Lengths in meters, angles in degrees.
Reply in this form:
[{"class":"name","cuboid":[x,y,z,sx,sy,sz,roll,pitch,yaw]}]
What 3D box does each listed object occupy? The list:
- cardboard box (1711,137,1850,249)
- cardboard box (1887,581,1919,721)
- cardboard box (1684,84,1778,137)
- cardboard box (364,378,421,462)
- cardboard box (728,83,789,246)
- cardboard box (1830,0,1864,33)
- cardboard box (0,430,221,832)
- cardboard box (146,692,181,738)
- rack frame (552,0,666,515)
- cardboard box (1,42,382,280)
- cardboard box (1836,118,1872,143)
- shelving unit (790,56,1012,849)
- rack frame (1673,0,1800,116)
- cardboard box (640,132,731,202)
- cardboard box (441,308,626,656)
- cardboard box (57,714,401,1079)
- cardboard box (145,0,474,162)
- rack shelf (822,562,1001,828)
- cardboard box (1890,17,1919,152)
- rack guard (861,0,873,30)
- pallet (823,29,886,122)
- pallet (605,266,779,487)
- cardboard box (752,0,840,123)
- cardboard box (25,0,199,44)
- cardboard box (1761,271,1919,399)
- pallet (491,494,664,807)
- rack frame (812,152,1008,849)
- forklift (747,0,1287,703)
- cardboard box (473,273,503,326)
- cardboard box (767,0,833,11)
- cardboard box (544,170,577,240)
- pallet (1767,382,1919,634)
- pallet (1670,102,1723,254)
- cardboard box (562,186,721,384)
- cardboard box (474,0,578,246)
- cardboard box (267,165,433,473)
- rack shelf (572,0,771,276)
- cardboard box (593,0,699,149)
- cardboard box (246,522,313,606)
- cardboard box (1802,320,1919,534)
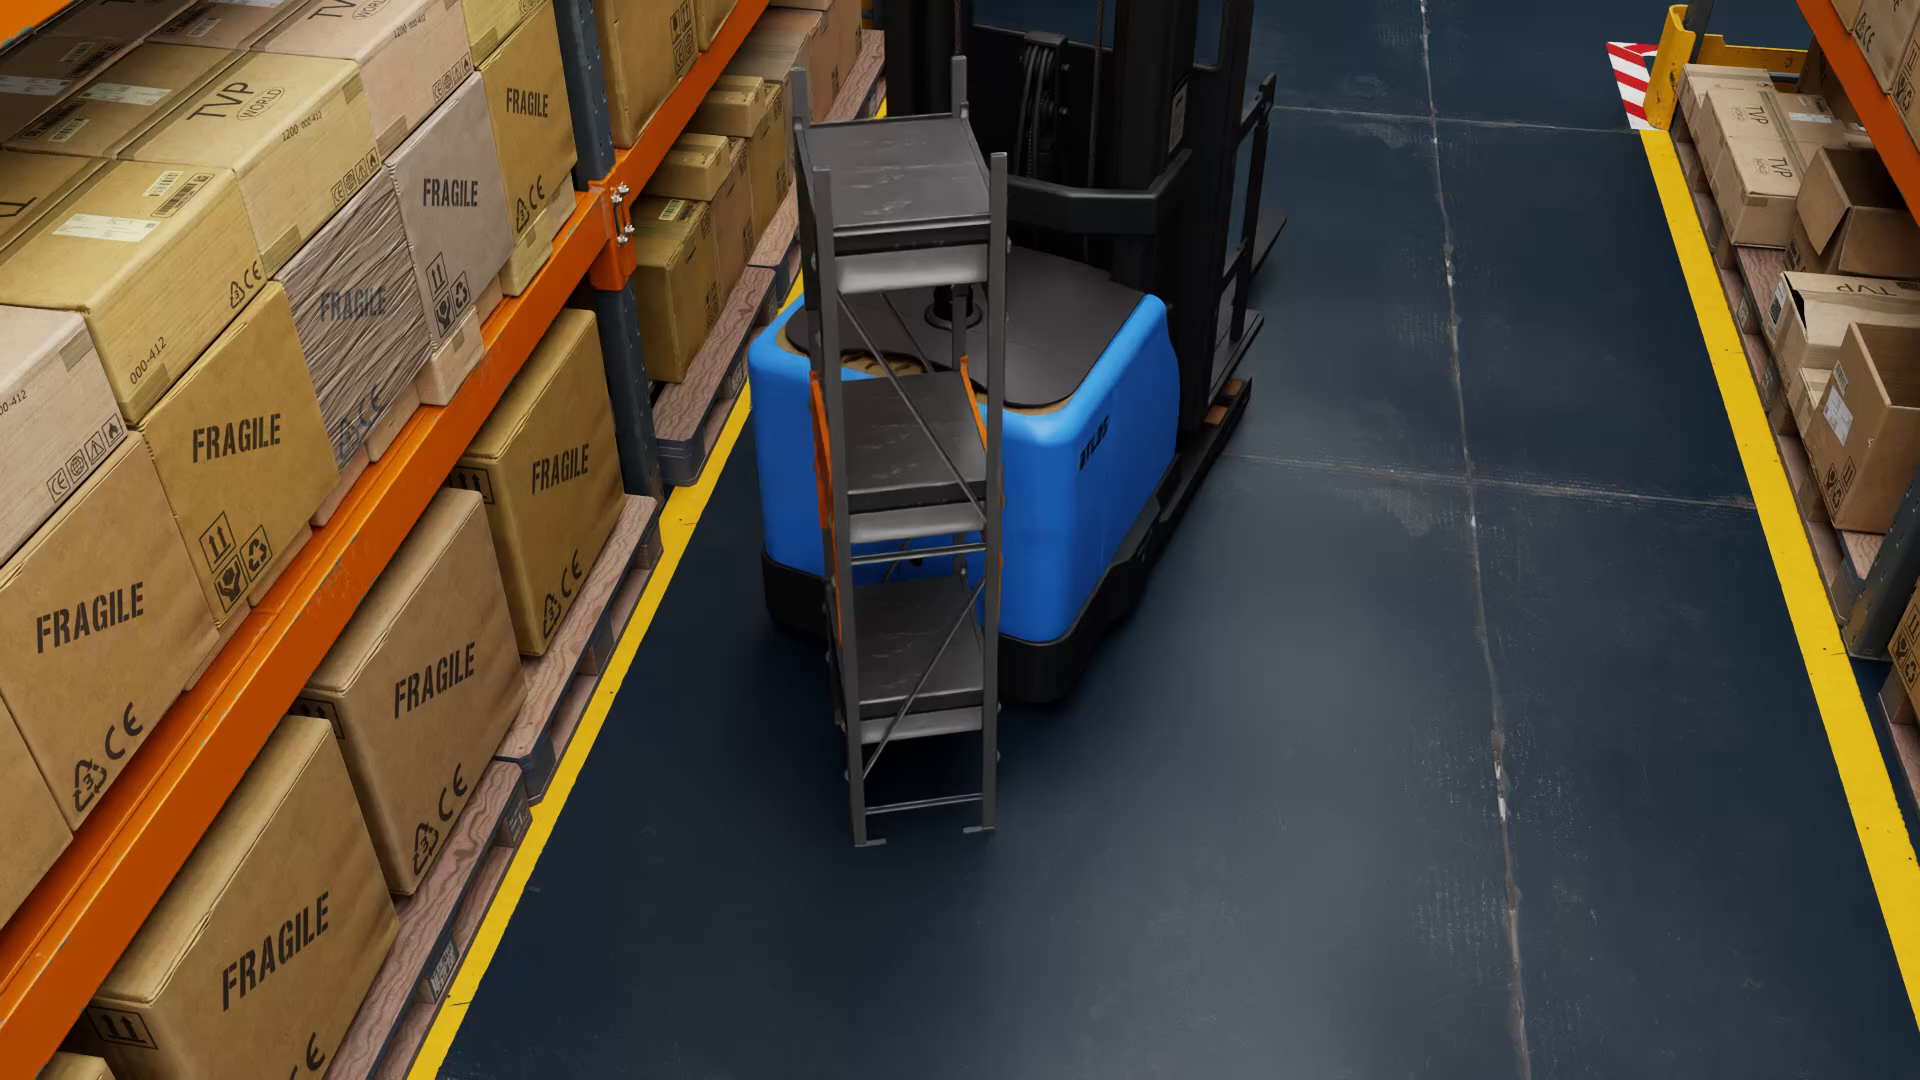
[{"class":"cardboard box","cuboid":[3.476,-1.443,6.954,0.500,0.250,0.500,6,40,8]},{"class":"cardboard box","cuboid":[3.007,0.310,4.637,0.500,0.500,0.500,5,40,6]},{"class":"cardboard box","cuboid":[3.569,-1.967,7.653,0.380,0.166,0.250,6,40,8]},{"class":"cardboard box","cuboid":[-1.534,-0.335,3.983,0.380,0.149,0.250,6,40,8]},{"class":"cardboard box","cuboid":[-1.137,-1.598,6.961,0.700,0.500,0.500,7,40,9]},{"class":"cardboard box","cuboid":[3.424,-2.107,5.866,0.500,0.500,0.500,7,40,8]},{"class":"cardboard box","cuboid":[-1.718,0.129,2.912,0.500,0.500,0.500,6,40,7]},{"class":"cardboard box","cuboid":[-1.761,0.303,3.210,0.380,0.149,0.250,7,40,8]},{"class":"rack frame","cuboid":[-1.549,-1.304,4.974,1.000,3.000,0.127,6,40,8]},{"class":"cardboard box","cuboid":[-1.564,-0.793,3.439,0.500,0.250,0.500,7,40,9]},{"class":"cardboard box","cuboid":[4.013,-1.736,7.374,0.380,0.166,0.250,6,40,8]},{"class":"shelving unit","cuboid":[-0.142,-0.116,4.242,0.431,2.100,0.503,-6,40,-8]},{"class":"rack frame","cuboid":[4.023,-3.271,7.352,1.000,3.000,0.127,6,40,8]},{"class":"cardboard box","cuboid":[-1.080,-1.406,6.219,0.380,0.149,0.250,8,40,9]},{"class":"cardboard box","cuboid":[-1.533,-0.215,5.014,0.750,0.750,0.750,7,40,8]},{"class":"cardboard box","cuboid":[-1.827,0.877,3.693,0.750,0.750,0.750,6,40,7]},{"class":"cardboard box","cuboid":[-1.476,-1.113,3.826,0.500,0.250,0.500,7,40,9]},{"class":"rack shelf","cuboid":[-0.142,0.434,4.697,0.431,0.518,0.480,-6,40,-8]},{"class":"cardboard box","cuboid":[3.252,-1.465,5.089,0.500,0.500,0.500,7,40,9]},{"class":"rack guard","cuboid":[-0.853,-2.866,8.825,1.175,0.500,0.348,6,40,8]},{"class":"pallet","cuboid":[-0.918,-2.230,8.281,1.003,0.211,1.213,6,40,8]},{"class":"pallet","cuboid":[-1.340,-0.698,6.429,1.003,0.211,1.213,6,40,8]},{"class":"cardboard box","cuboid":[-0.966,-2.249,7.748,0.700,0.500,0.500,6,40,8]},{"class":"cardboard box","cuboid":[-1.969,-1.165,3.889,0.500,0.250,0.500,7,40,8]},{"class":"cardboard box","cuboid":[3.280,-0.753,6.072,0.500,0.311,0.500,6,40,8]},{"class":"pallet","cuboid":[-1.608,0.263,5.266,1.003,0.211,1.213,6,40,8]},{"class":"rack frame","cuboid":[-0.101,0.037,4.057,0.400,2.100,0.015,-6,40,-8]},{"class":"forklift","cuboid":[0.451,-1.573,5.352,1.130,2.935,3.031,16,42,19]},{"class":"cardboard box","cuboid":[-1.438,-0.653,4.368,0.380,0.149,0.250,8,40,9]},{"class":"cardboard box","cuboid":[-0.766,-2.552,7.605,0.380,0.149,0.250,7,40,9]},{"class":"cardboard box","cuboid":[-1.329,-0.972,4.753,0.380,0.149,0.250,7,40,8]},{"class":"pallet","cuboid":[3.450,-0.117,5.726,1.003,0.211,1.213,6,40,8]},{"class":"pallet","cuboid":[3.873,-1.648,7.578,1.003,0.211,1.213,6,40,8]},{"class":"cardboard box","cuboid":[-1.319,-0.961,6.190,0.700,0.500,0.500,7,40,8]},{"class":"cardboard box","cuboid":[-1.381,-1.148,4.457,0.500,0.500,0.500,6,40,7]},{"class":"cardboard box","cuboid":[-1.554,-0.512,3.688,0.500,0.500,0.500,6,40,8]},{"class":"rack shelf","cuboid":[-1.203,-2.282,6.721,1.077,0.370,4.000,6,40,8]},{"class":"cardboard box","cuboid":[-1.439,-1.759,5.288,0.980,0.700,0.700,7,40,8]},{"class":"cardboard box","cuboid":[-1.649,-0.014,3.594,0.380,0.149,0.250,8,40,9]},{"class":"cardboard box","cuboid":[3.150,-0.356,5.442,0.500,0.500,0.500,6,40,8]}]
